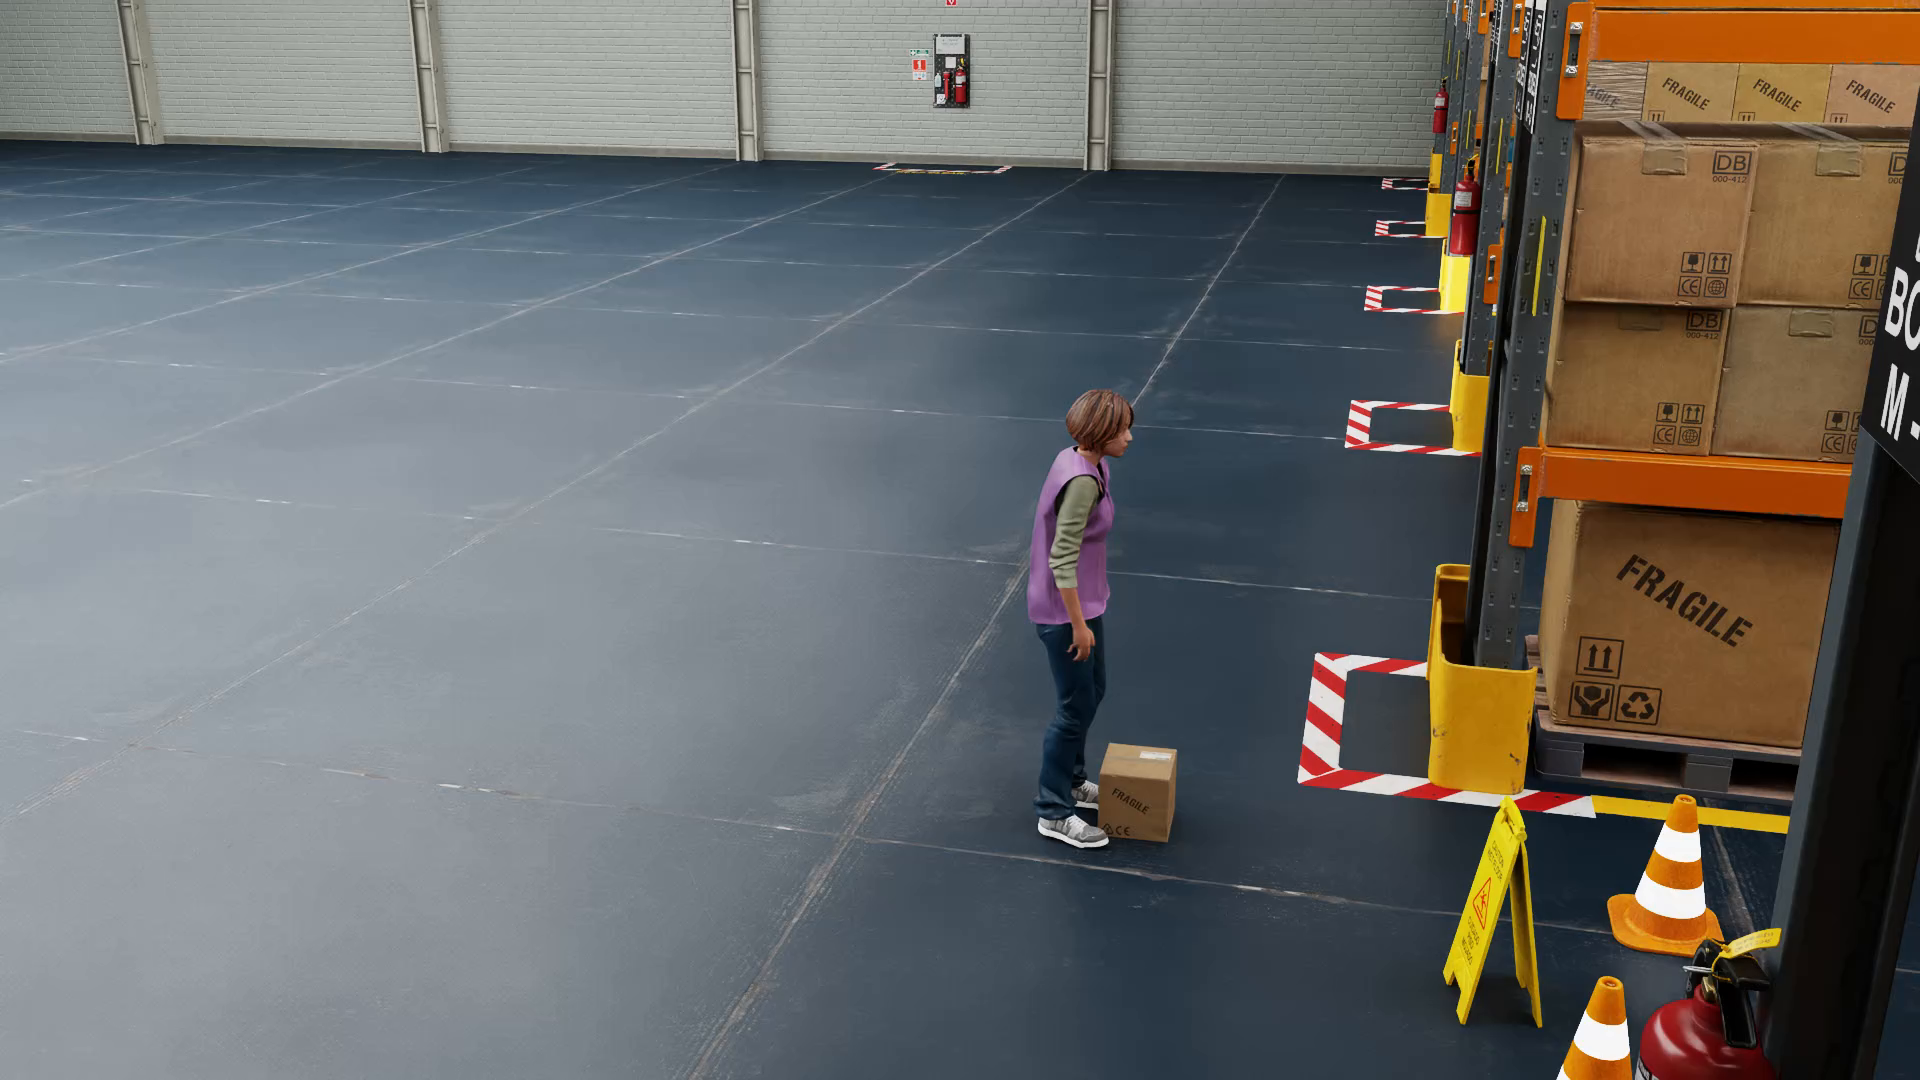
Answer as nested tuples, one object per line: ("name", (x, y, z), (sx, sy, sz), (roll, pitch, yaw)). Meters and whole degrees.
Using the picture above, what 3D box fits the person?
("person", (0.409, 0.254, 5.819), (0.343, 1.593, 0.485), (4, 19, 10))
